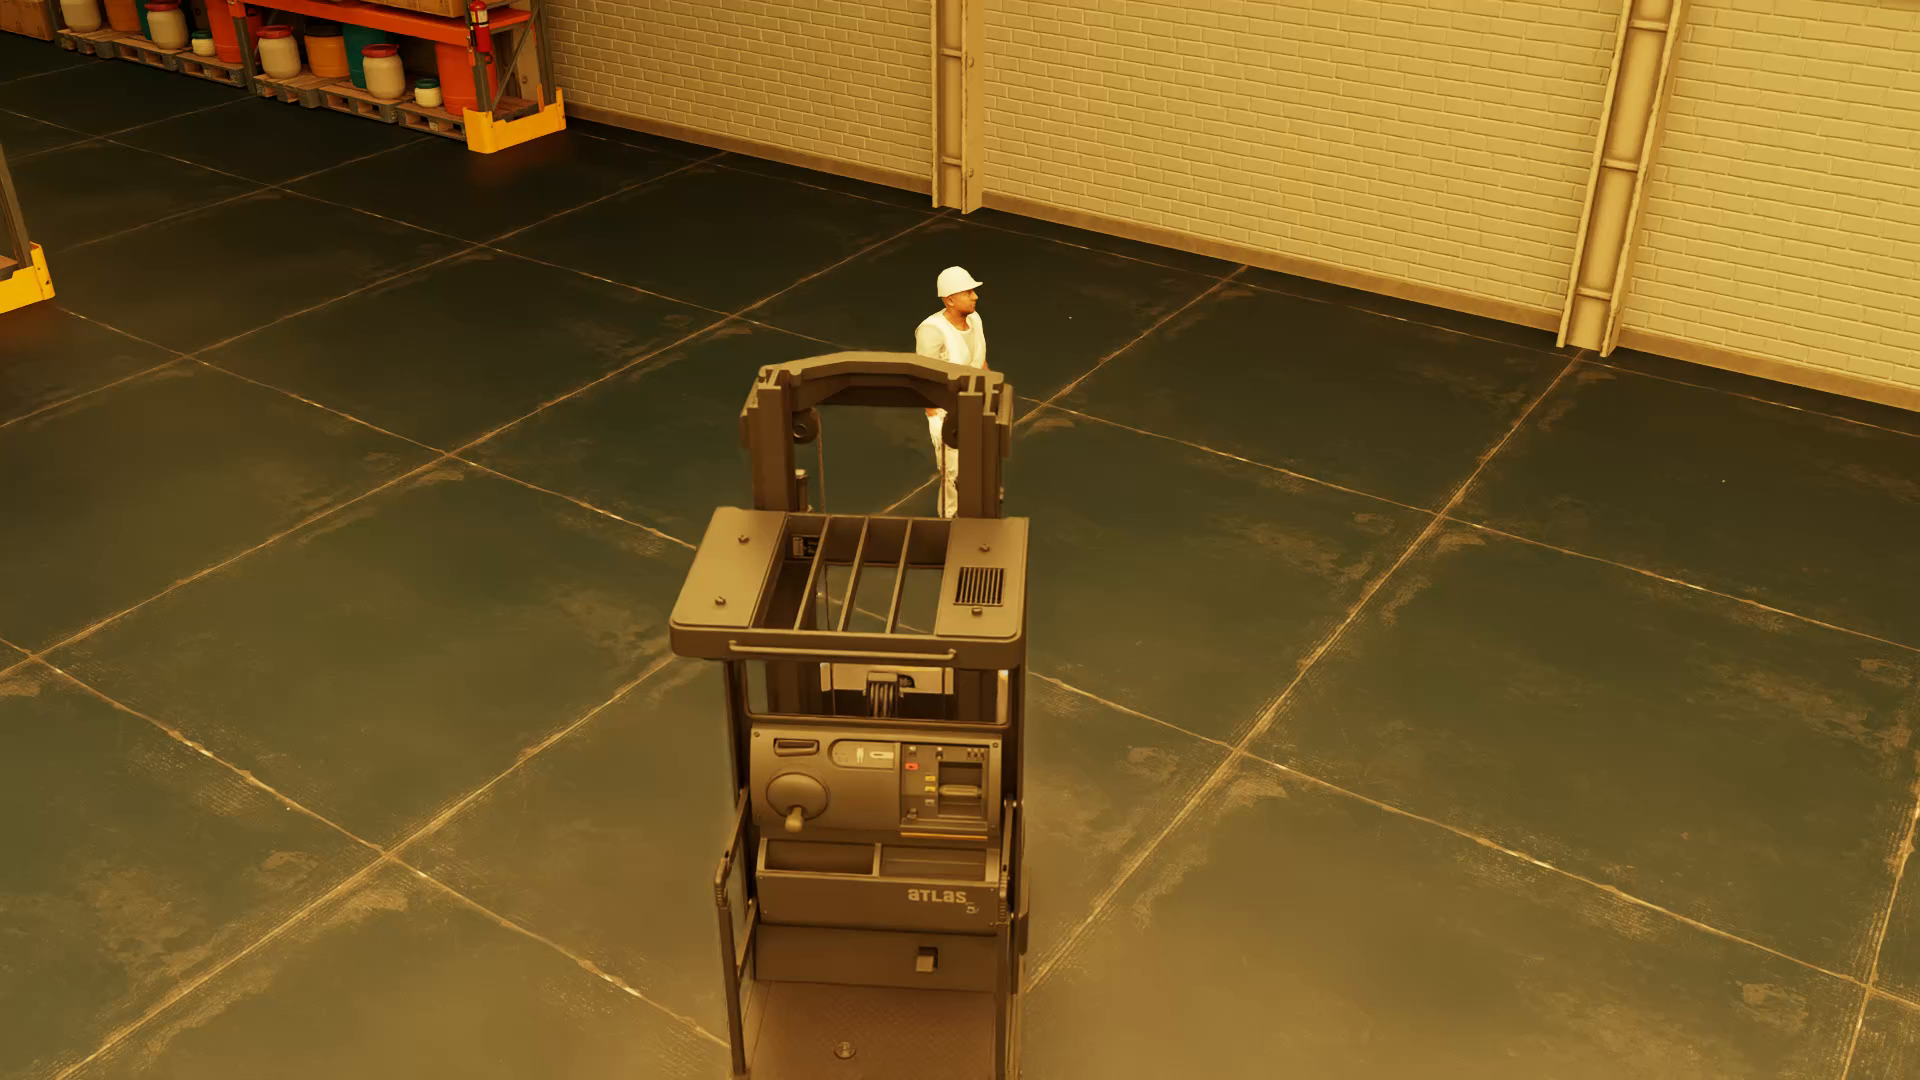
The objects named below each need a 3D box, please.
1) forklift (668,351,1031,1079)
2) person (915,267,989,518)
[{"bbox_3d":[-0.325,0.943,5.957,1.130,2.935,3.031,2,30,4],"label":"forklift"},{"bbox_3d":[0.055,-0.754,10.007,0.575,1.785,0.657,19,35,29],"label":"person"}]
